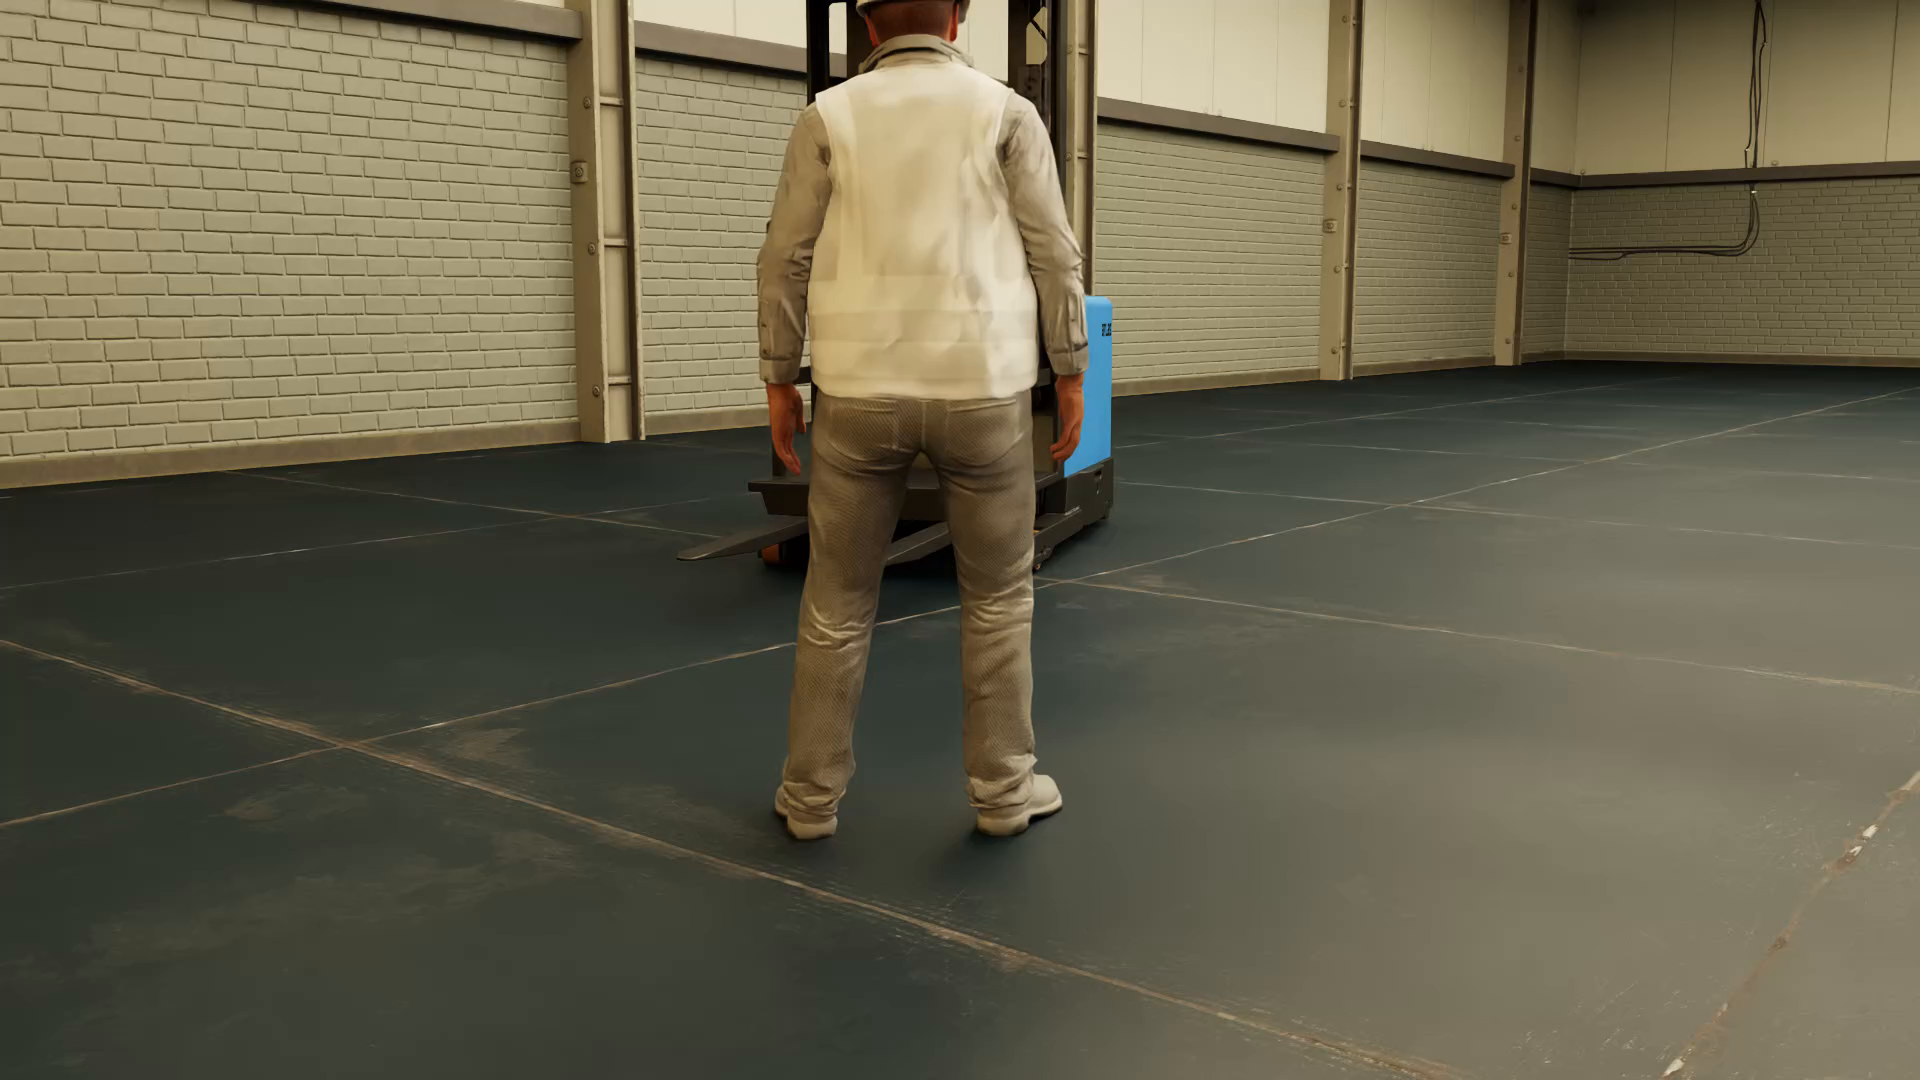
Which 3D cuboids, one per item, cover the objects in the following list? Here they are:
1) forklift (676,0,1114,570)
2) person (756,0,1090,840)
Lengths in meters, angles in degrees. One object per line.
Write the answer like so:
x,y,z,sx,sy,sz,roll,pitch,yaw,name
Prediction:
-0.176,-1.366,6.616,1.130,2.935,3.031,3,9,17,forklift
-0.070,-0.291,3.281,0.650,1.775,0.464,0,8,2,person
